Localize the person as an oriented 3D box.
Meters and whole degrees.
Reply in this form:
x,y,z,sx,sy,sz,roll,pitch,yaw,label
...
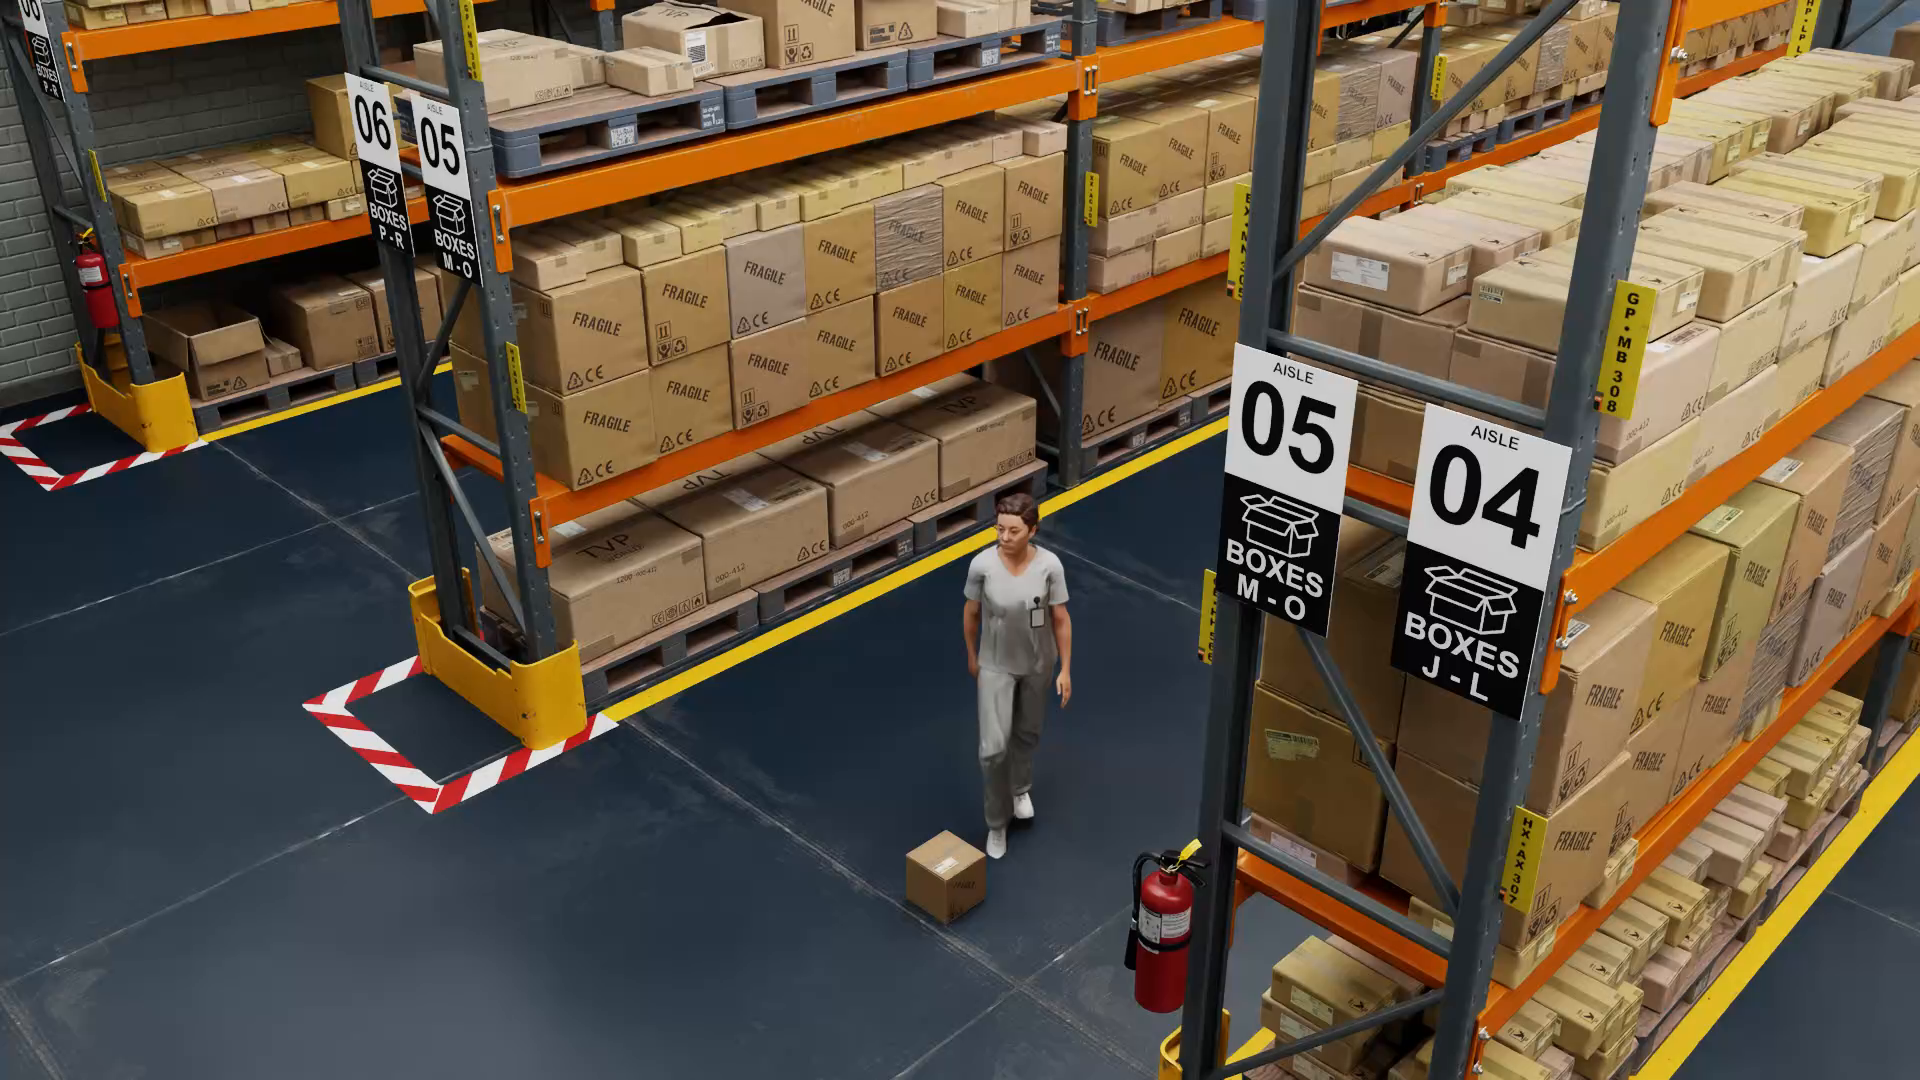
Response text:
x,y,z,sx,sy,sz,roll,pitch,yaw,label
0.262,0.618,7.495,0.458,1.735,0.521,-4,28,-7,person
